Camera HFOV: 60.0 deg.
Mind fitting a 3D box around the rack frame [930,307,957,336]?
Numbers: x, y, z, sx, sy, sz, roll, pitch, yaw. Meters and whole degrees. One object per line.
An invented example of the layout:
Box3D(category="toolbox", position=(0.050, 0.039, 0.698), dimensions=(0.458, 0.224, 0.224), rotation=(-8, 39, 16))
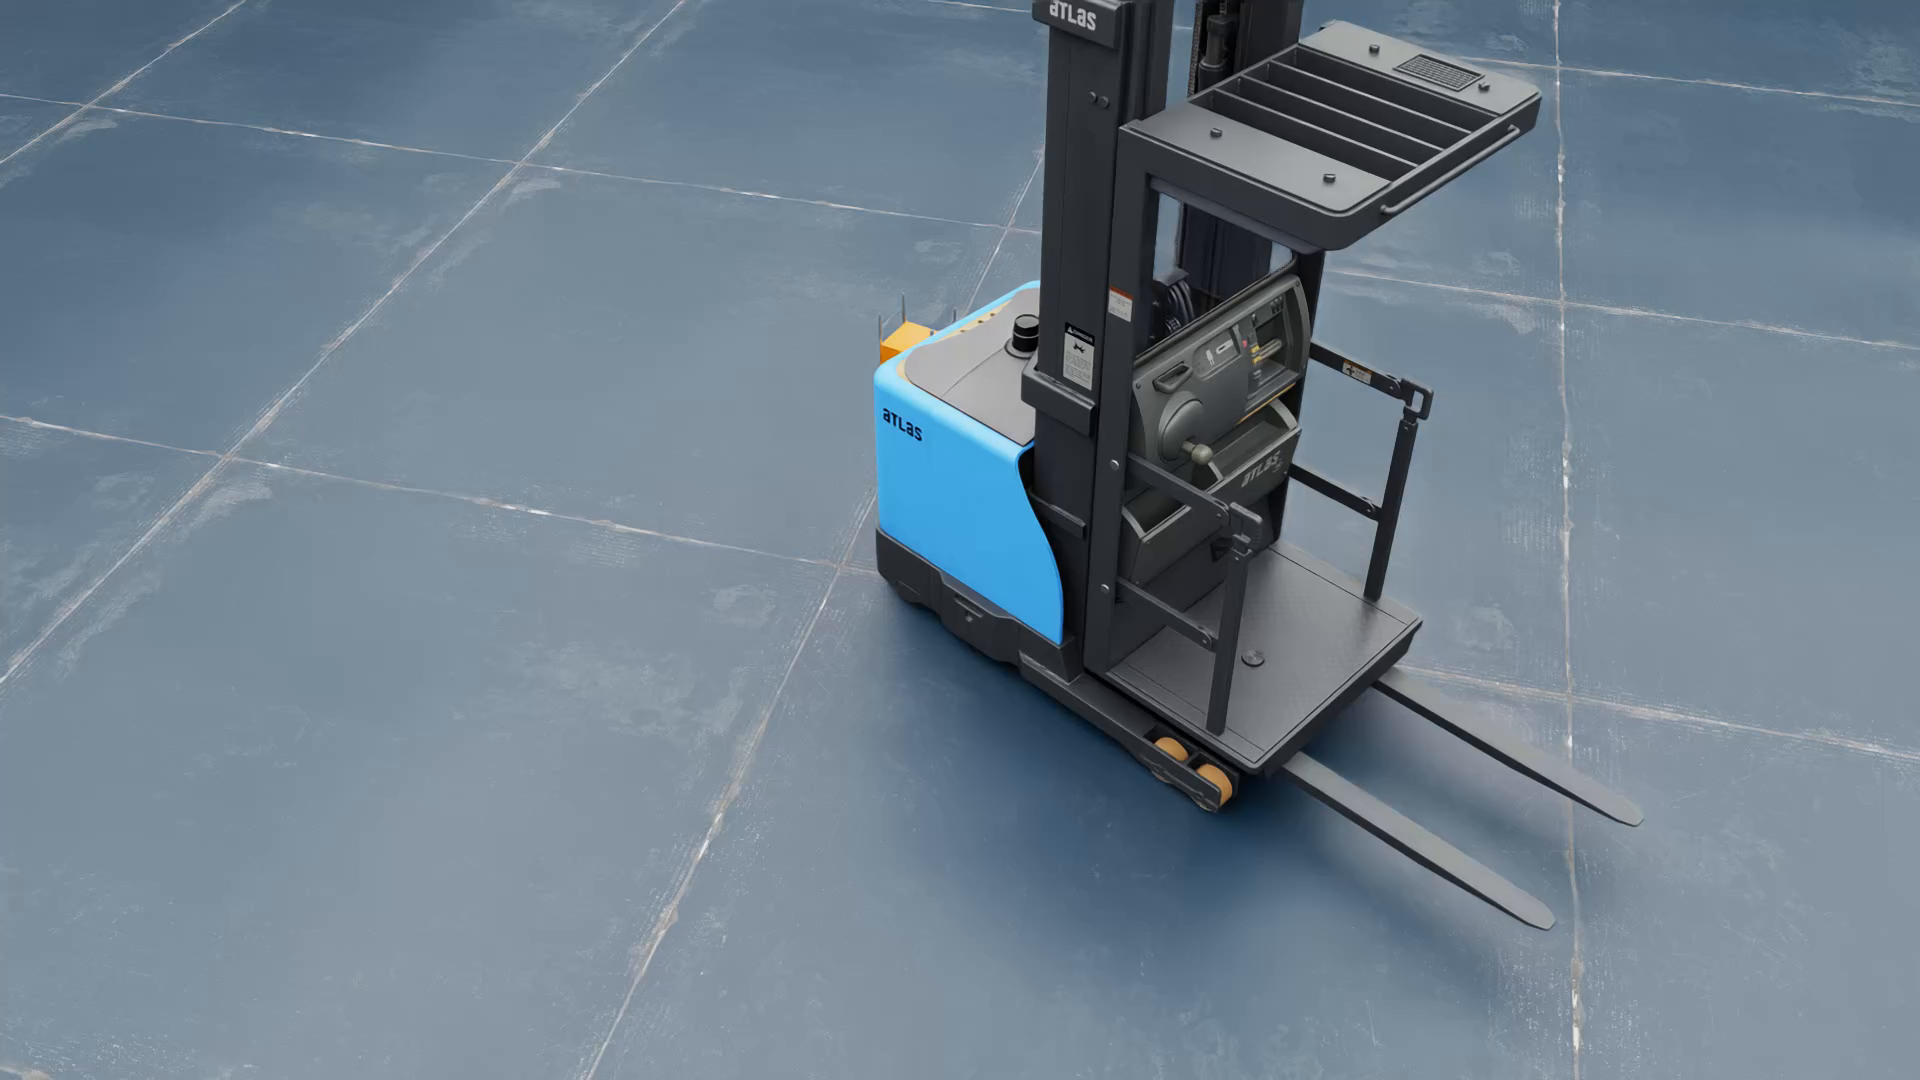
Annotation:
Box3D(category="rack frame", position=(-0.066, -0.485, 7.011), dimensions=(0.008, 1.050, 0.200), rotation=(20, 44, 22))

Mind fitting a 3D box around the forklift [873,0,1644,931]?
Box3D(category="forklift", position=(1.057, -0.518, 5.587), dimensions=(3.031, 2.935, 1.130), rotation=(32, 50, 32))

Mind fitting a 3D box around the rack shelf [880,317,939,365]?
Box3D(category="rack shelf", position=(-0.172, -0.733, 6.881), dimensions=(0.240, 0.259, 0.215), rotation=(20, 44, 22))

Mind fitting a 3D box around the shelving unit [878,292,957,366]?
Box3D(category="shelving unit", position=(-0.172, -0.523, 7.057), dimensions=(0.252, 1.050, 0.215), rotation=(20, 44, 22))

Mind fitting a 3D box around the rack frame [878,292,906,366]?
Box3D(category="rack frame", position=(-0.278, -0.562, 7.103), dimensions=(0.008, 1.050, 0.200), rotation=(20, 44, 22))
